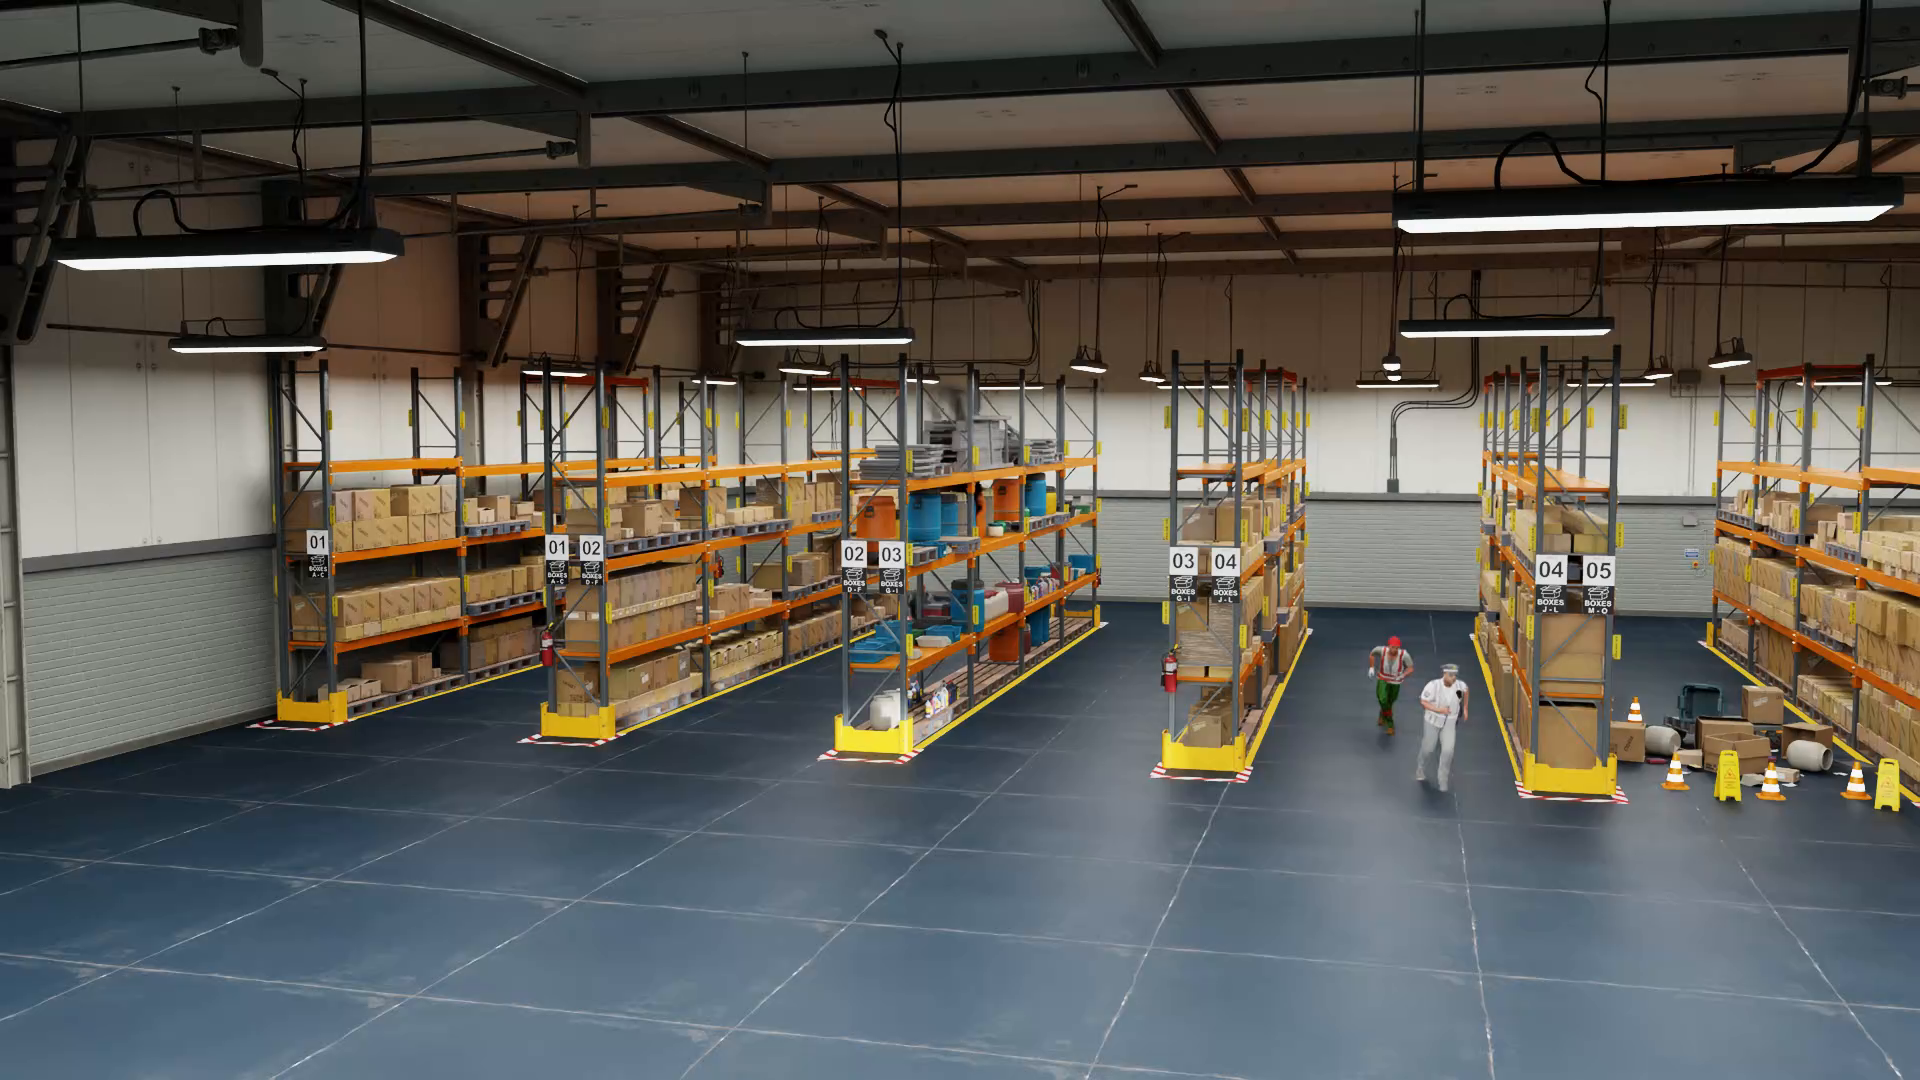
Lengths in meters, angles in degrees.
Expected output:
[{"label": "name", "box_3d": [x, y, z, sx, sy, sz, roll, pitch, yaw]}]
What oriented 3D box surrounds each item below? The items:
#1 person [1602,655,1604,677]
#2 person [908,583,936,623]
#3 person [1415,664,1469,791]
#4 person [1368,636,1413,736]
[{"label": "person", "box_3d": [12.225, 1.853, 32.083, 0.658, 1.683, 0.680, 0, 4, 3]}, {"label": "person", "box_3d": [-0.782, 1.616, 33.477, 0.684, 1.564, 0.857, 1, 4, 13]}, {"label": "person", "box_3d": [6.607, 2.551, 22.749, 0.726, 1.804, 0.896, 0, 4, -2]}, {"label": "person", "box_3d": [6.922, 2.295, 26.761, 0.683, 1.602, 1.130, 1, 4, 10]}]
